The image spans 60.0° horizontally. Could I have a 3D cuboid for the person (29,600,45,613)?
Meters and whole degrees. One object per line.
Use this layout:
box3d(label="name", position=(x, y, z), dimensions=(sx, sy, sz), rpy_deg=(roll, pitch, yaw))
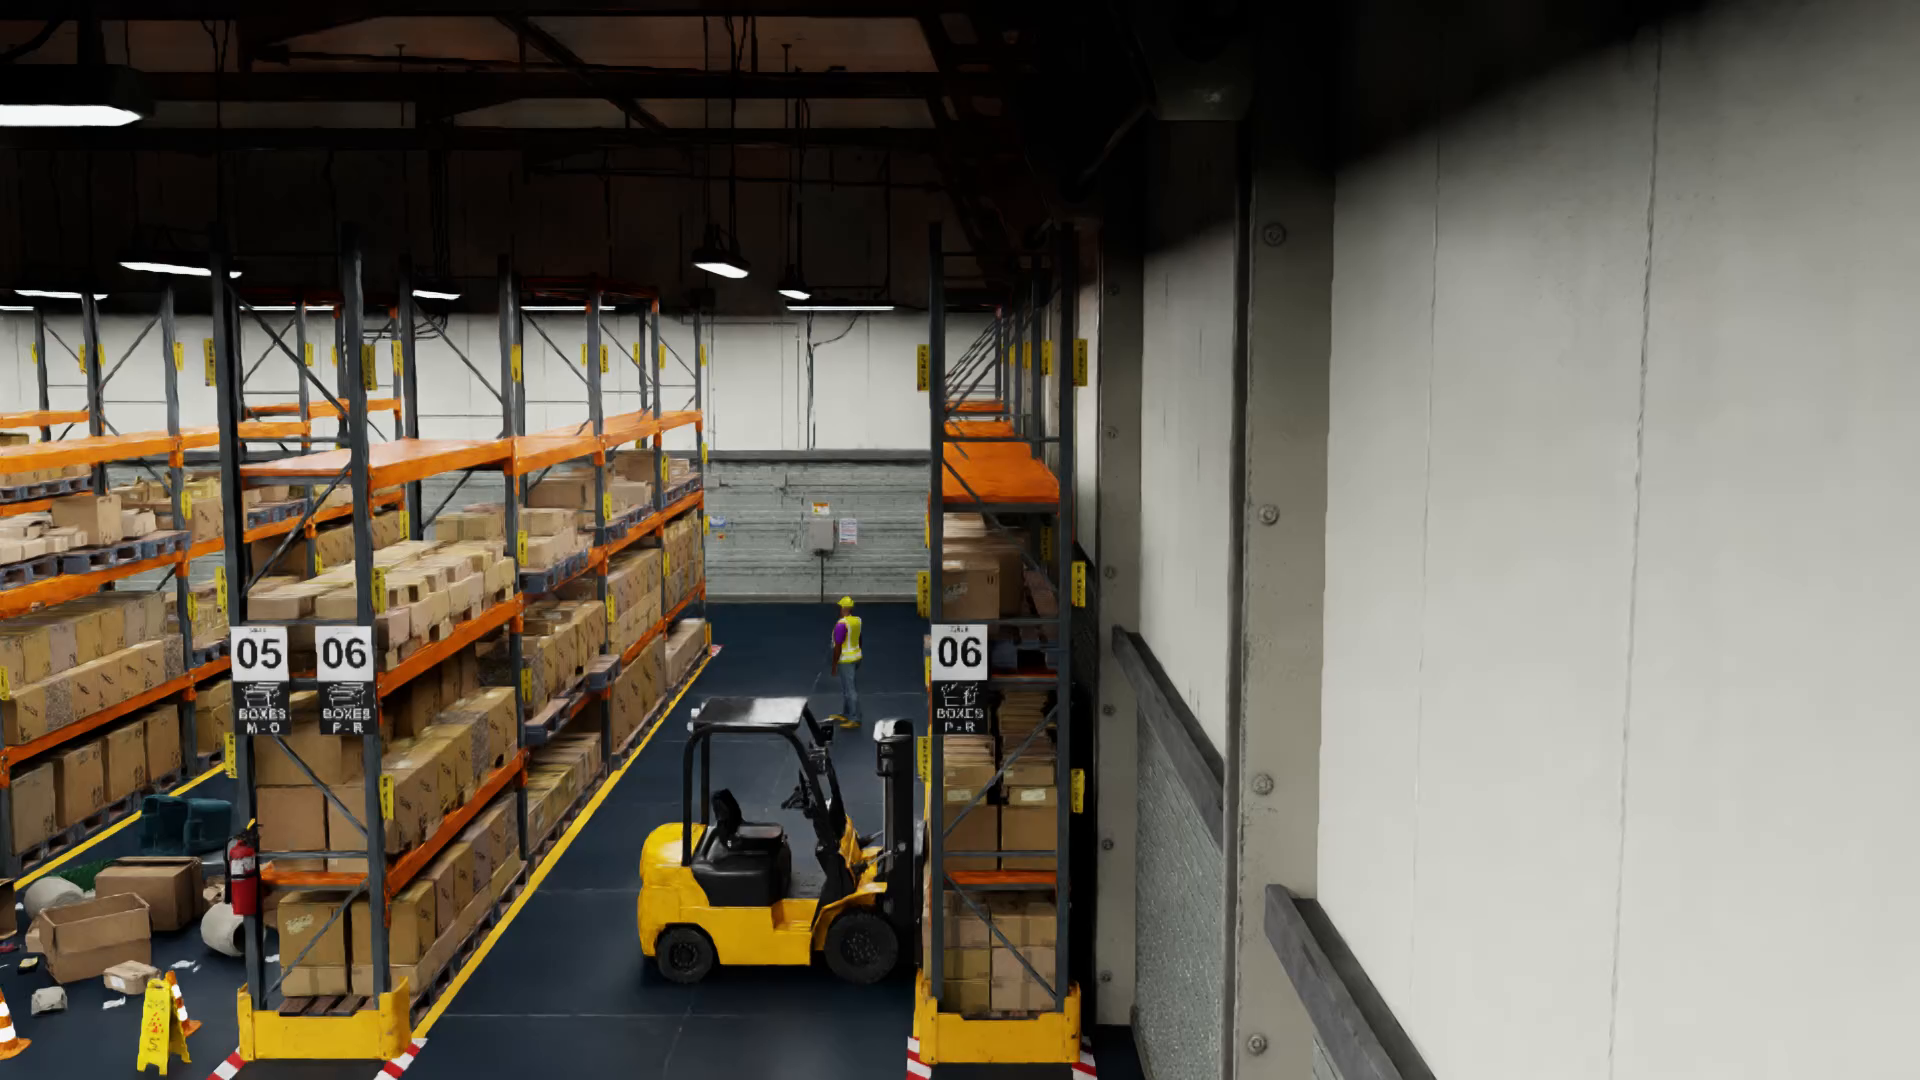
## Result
box3d(label="person", position=(-12.867, 1.615, 23.326), dimensions=(0.542, 1.645, 1.126), rpy_deg=(0, 7, 2))

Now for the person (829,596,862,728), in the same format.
box3d(label="person", position=(-1.566, 1.637, 22.659), dimensions=(0.587, 1.763, 0.677), rpy_deg=(2, 7, 20))
